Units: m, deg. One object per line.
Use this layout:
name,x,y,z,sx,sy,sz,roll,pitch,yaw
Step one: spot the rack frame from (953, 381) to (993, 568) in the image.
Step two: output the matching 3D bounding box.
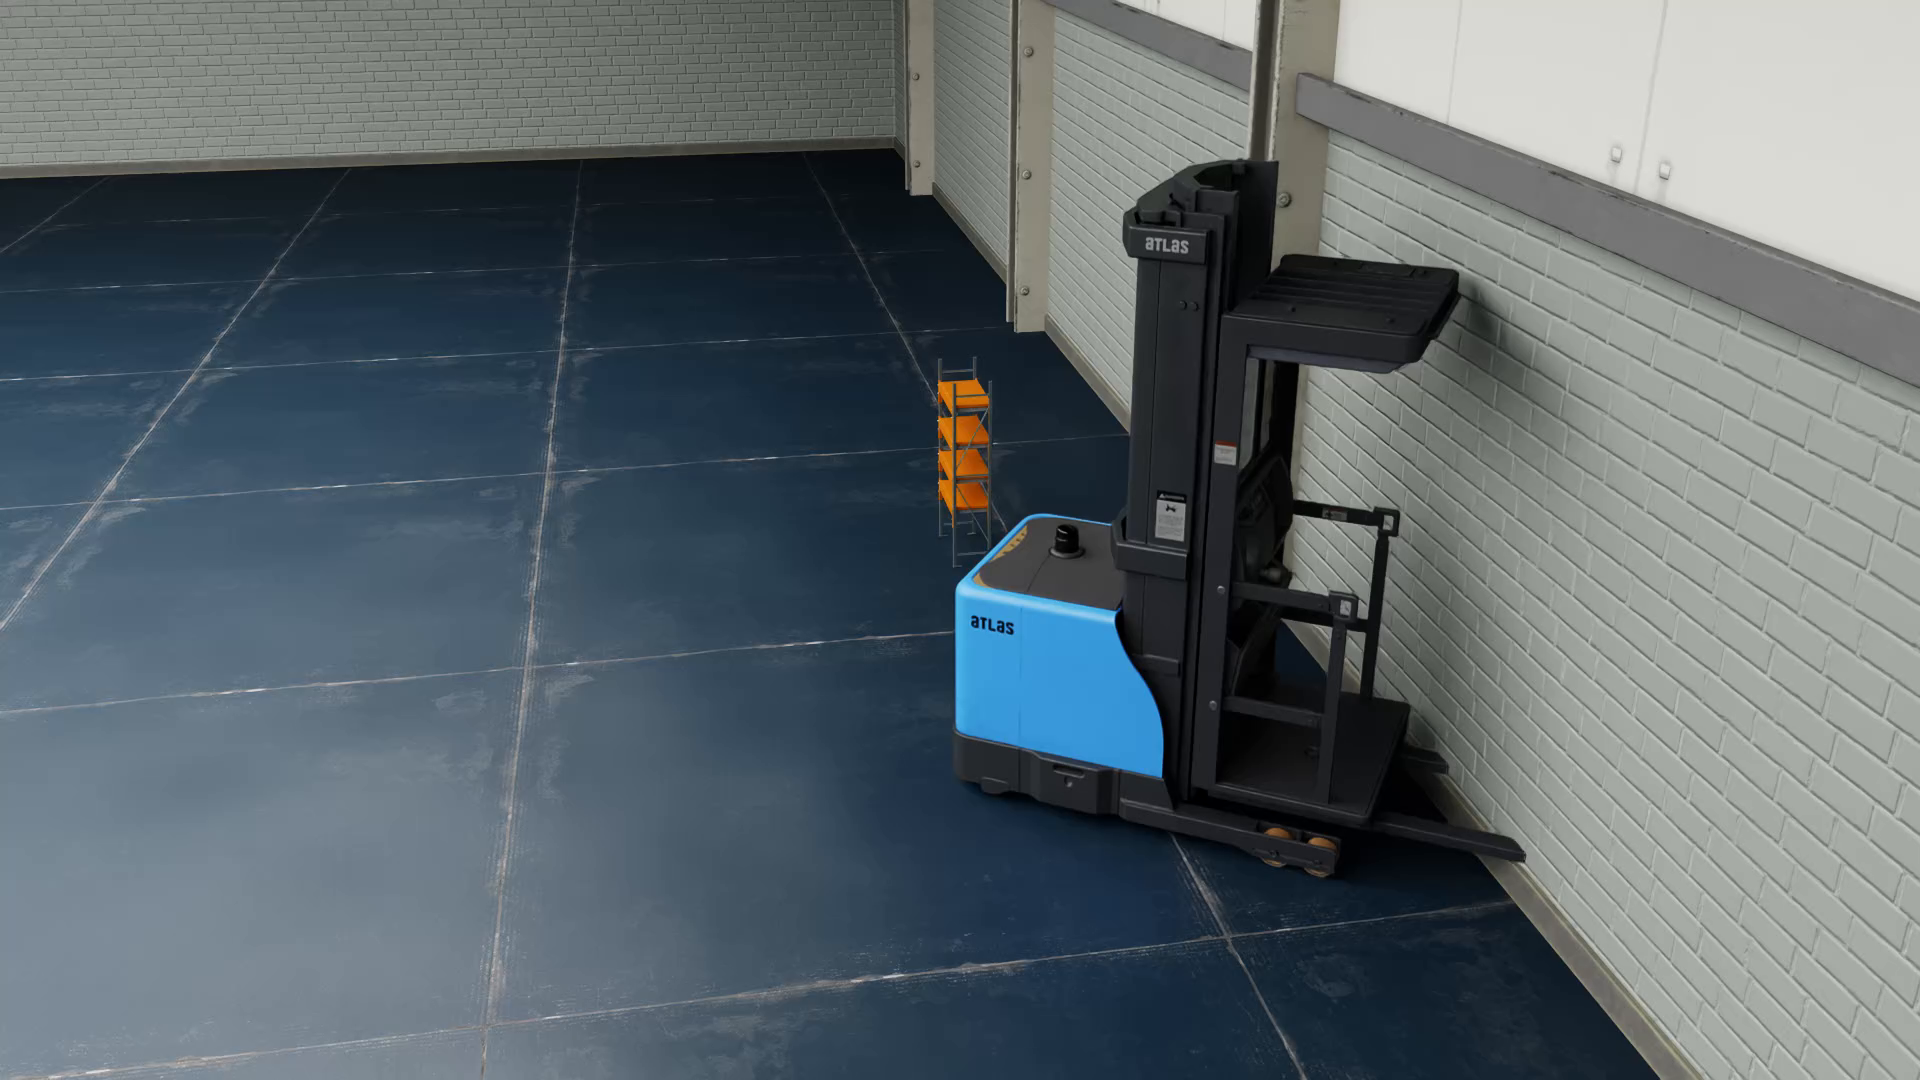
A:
rack frame,0.076,-0.389,10.141,0.240,1.200,0.015,-4,24,-10

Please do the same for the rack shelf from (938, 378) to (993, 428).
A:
rack shelf,0.031,-0.845,10.204,0.258,0.148,0.480,-4,24,-10

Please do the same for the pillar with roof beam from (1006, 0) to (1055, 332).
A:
pillar with roof beam,-3.615,-5.774,12.726,9.100,9.000,0.400,-4,24,-10

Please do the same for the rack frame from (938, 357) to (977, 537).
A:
rack frame,-0.015,-0.581,10.581,0.240,1.200,0.015,-4,24,-10

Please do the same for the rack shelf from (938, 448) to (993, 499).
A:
rack shelf,0.031,-0.423,10.388,0.258,0.148,0.480,-4,24,-10

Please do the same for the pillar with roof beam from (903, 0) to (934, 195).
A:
pillar with roof beam,-4.725,-8.134,18.130,9.100,9.000,0.400,-4,24,-10

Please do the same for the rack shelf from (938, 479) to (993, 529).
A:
rack shelf,0.031,-0.241,10.467,0.258,0.148,0.480,-4,24,-10

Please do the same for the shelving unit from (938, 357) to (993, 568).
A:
shelving unit,0.031,-0.485,10.361,0.258,1.200,0.503,-4,24,-10

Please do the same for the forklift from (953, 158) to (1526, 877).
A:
forklift,1.530,-0.099,7.314,3.031,2.935,1.130,10,25,21

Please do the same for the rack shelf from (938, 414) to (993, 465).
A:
rack shelf,0.031,-0.628,10.298,0.258,0.148,0.480,-4,24,-10

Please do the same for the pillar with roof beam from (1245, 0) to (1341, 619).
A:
pillar with roof beam,-2.506,-3.414,7.323,9.100,9.000,0.400,-4,24,-10
